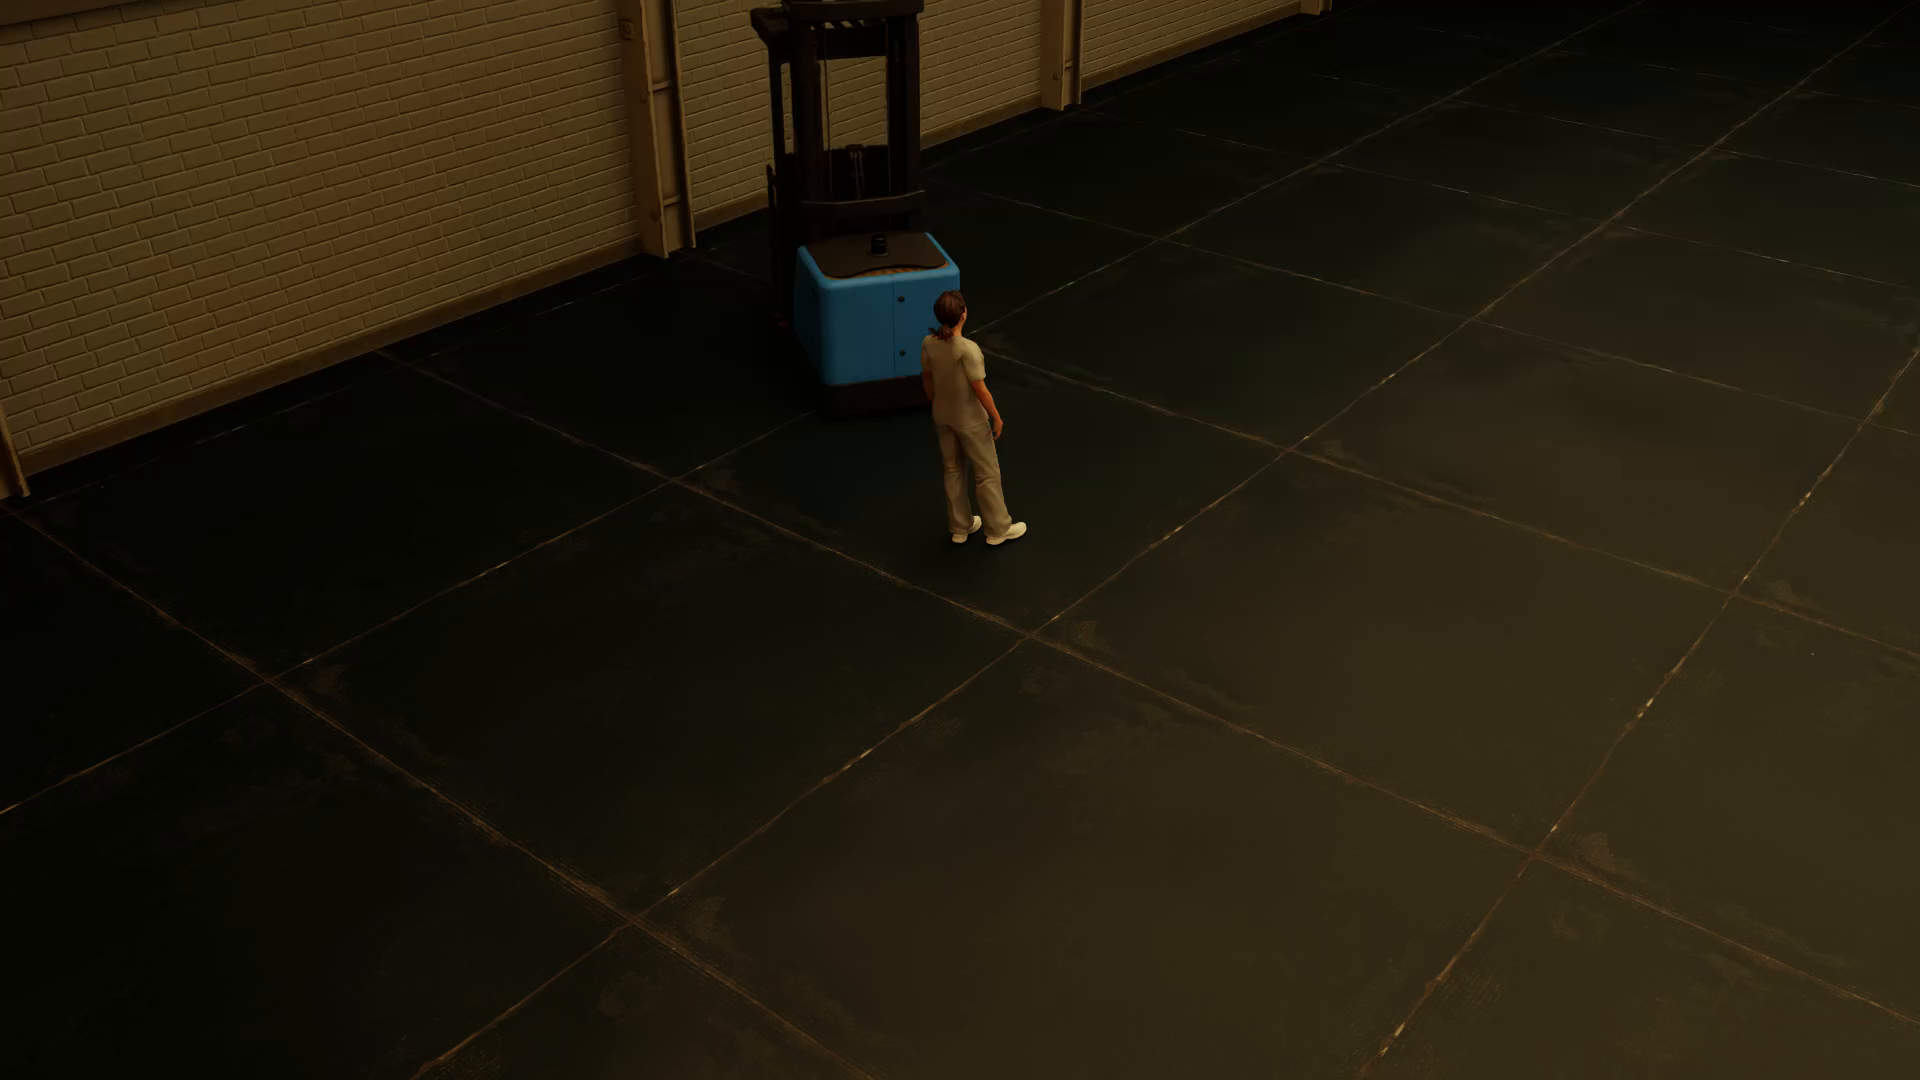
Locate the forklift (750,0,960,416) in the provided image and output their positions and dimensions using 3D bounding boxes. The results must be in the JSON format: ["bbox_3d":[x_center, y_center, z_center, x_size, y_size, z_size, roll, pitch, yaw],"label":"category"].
[{"bbox_3d":[-0.901,-2.881,12.526,1.130,2.935,3.031,-9,31,-15],"label":"forklift"}]

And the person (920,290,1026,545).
[{"bbox_3d":[0.056,-0.754,10.116,0.550,1.675,0.549,22,37,33],"label":"person"}]
